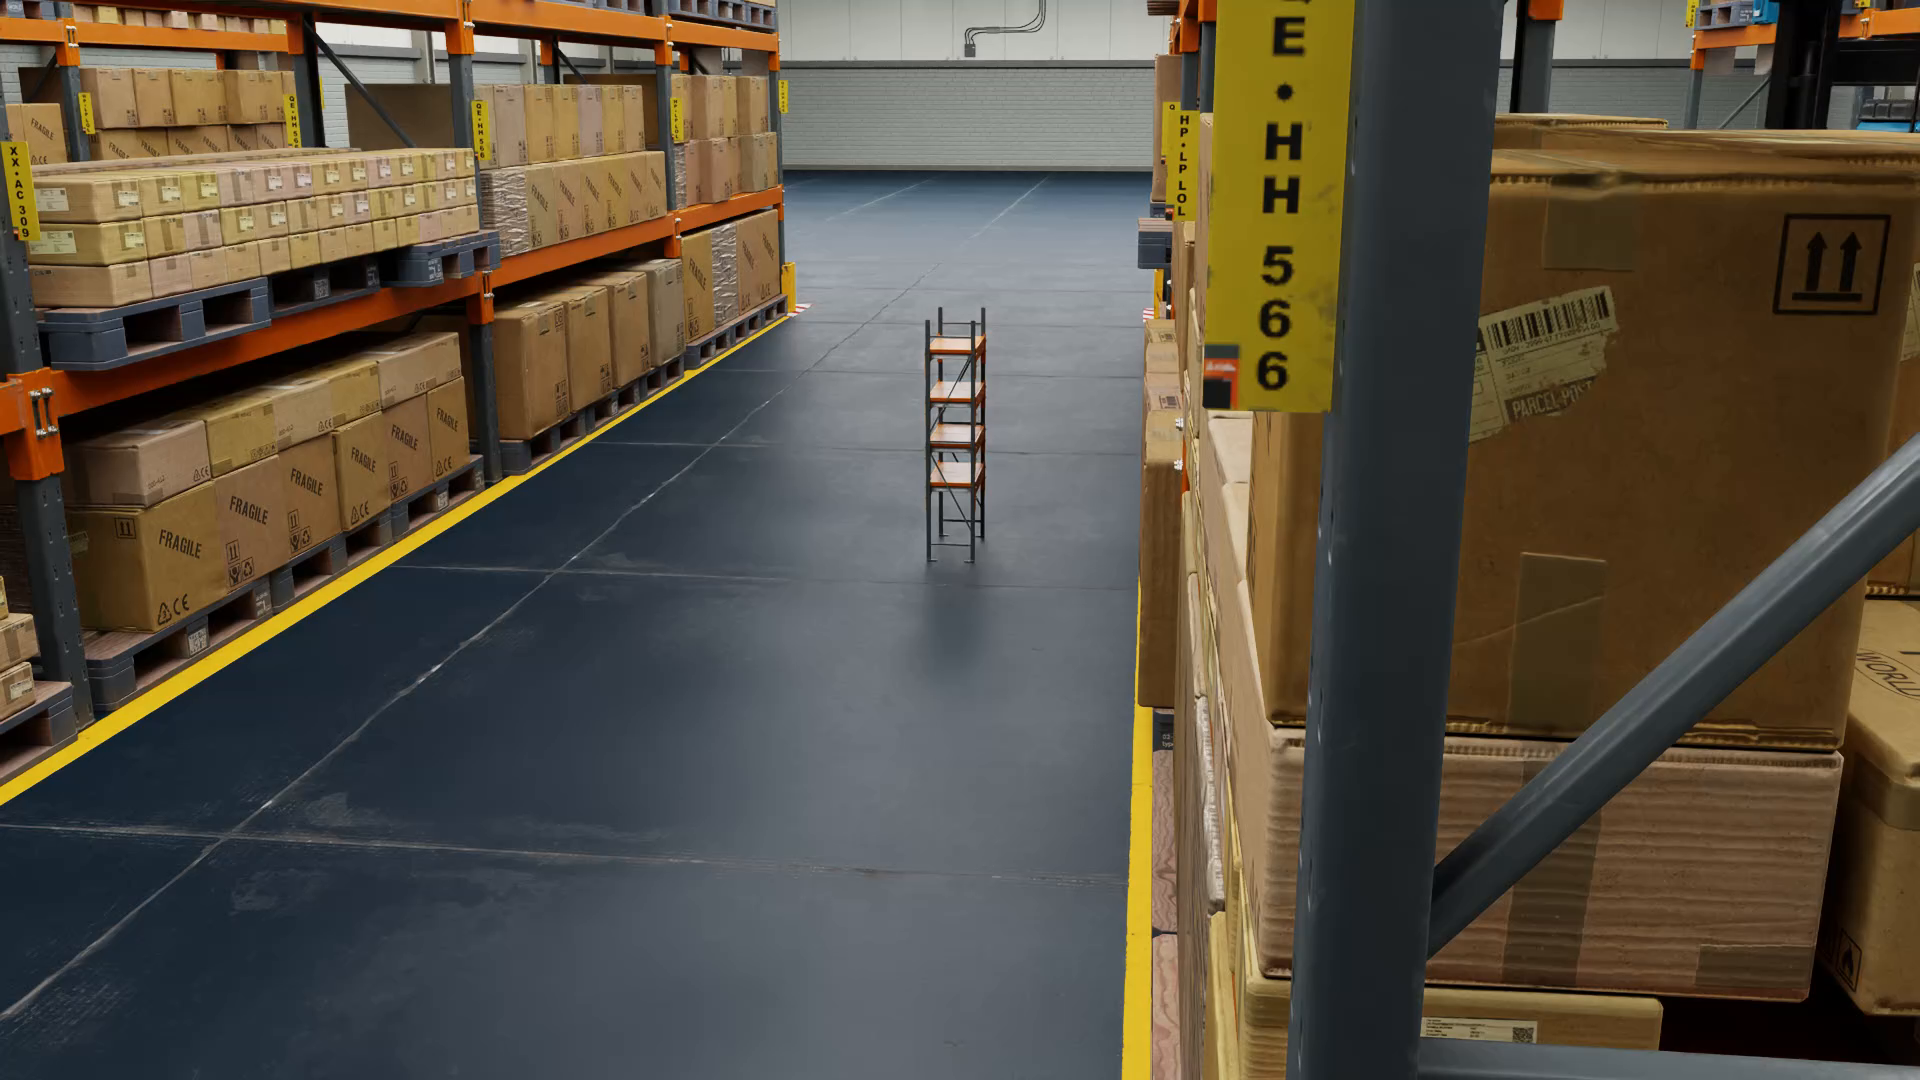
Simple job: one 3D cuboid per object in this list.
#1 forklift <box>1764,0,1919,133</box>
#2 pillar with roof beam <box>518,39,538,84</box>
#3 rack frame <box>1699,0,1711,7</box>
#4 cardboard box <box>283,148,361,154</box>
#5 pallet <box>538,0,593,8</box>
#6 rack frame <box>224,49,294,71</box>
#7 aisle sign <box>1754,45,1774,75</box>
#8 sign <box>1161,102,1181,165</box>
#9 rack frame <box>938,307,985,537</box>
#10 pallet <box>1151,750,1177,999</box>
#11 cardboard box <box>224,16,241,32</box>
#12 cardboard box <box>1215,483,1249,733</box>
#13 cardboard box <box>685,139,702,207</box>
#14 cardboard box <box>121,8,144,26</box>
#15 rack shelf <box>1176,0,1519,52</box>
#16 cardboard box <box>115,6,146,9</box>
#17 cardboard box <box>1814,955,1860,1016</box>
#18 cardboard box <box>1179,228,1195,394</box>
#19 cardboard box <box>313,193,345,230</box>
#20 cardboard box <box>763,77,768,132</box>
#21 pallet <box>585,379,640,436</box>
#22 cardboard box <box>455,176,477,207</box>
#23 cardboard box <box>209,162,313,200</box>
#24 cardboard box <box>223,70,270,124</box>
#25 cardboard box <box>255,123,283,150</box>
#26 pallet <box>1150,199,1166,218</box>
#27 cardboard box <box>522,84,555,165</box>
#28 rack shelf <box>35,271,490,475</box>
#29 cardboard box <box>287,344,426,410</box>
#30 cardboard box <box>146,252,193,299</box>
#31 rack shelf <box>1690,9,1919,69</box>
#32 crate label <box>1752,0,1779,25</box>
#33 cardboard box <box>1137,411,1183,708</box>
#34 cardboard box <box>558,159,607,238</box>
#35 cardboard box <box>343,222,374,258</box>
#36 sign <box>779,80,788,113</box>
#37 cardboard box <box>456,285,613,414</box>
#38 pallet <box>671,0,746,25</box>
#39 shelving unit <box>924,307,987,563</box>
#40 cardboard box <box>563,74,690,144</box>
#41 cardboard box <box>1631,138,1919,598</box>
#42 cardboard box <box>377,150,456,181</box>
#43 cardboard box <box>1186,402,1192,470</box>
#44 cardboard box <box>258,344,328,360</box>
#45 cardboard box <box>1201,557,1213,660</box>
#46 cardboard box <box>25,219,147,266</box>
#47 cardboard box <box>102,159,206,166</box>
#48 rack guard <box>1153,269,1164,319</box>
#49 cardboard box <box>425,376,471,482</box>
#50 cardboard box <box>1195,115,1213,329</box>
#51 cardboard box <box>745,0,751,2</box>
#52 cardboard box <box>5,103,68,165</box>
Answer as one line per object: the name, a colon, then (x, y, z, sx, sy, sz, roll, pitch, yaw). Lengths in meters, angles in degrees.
forklift: (4.646, -1.394, 8.202, 3.031, 2.935, 1.130, -12, 19, -37)
pillar with roof beam: (-6.197, -12.985, 39.444, 9.100, 9.000, 0.400, 2, 15, 6)
rack frame: (7.492, -6.458, 15.306, 1.000, 3.000, 0.127, 2, 15, 6)
cardboard box: (-3.495, -2.059, 9.067, 0.380, 0.149, 0.250, 2, 15, 6)
pallet: (-3.106, -3.621, 10.922, 1.003, 0.211, 1.213, 2, 15, 9)
rack frame: (-7.276, -4.000, 17.708, 1.000, 3.000, 0.127, 2, 15, 6)
aisle sign: (7.795, -4.827, 15.787, 0.394, 0.787, 0.004, 2, 15, 6)
sign: (1.127, -2.167, 8.865, 0.100, 0.325, 0.005, 2, 15, 6)
rack frame: (0.009, -0.600, 8.581, 0.240, 1.200, 0.015, 2, 15, 6)
pallet: (1.053, 0.945, 4.762, 1.003, 0.211, 1.213, 2, 15, 6)
cardboard box: (-7.174, -4.963, 16.004, 0.380, 0.149, 0.250, 2, 15, 6)
cardboard box: (0.614, 0.105, 2.243, 0.500, 0.250, 0.500, 1, 15, 5)
cardboard box: (-2.729, -3.155, 14.295, 0.875, 0.550, 0.550, 2, 15, 6)
cardboard box: (-7.378, -4.560, 14.516, 0.380, 0.149, 0.250, 2, 15, 8)
rack shelf: (1.442, -2.215, 6.739, 1.077, 0.370, 4.000, 2, 15, 6)
cardboard box: (-7.357, -4.722, 14.349, 0.500, 0.250, 0.500, 2, 15, 6)
cardboard box: (1.160, 0.414, 1.866, 0.380, 0.149, 0.250, 1, 15, 5)
cardboard box: (0.998, -0.773, 5.584, 0.500, 0.500, 0.500, 2, 15, 6)
cardboard box: (-3.025, -1.487, 7.523, 0.380, 0.149, 0.250, 1, 15, 5)
cardboard box: (-2.427, -4.379, 16.754, 0.875, 0.550, 0.550, 2, 15, 6)
pallet: (-2.945, -0.977, 11.872, 1.003, 0.211, 1.213, 2, 15, 6)
cardboard box: (-2.853, -1.889, 9.008, 0.380, 0.149, 0.250, 2, 15, 7)
cardboard box: (-3.054, -1.561, 7.224, 0.380, 0.149, 0.250, 2, 15, 8)
cardboard box: (-7.137, -4.269, 16.027, 0.700, 0.500, 0.500, 2, 15, 6)
cardboard box: (-7.125, -3.913, 16.626, 0.500, 0.500, 0.500, 2, 15, 6)
pallet: (1.888, -2.384, 12.100, 1.003, 0.211, 1.213, 2, 15, 6)
cardboard box: (-3.077, -2.717, 10.856, 0.700, 0.500, 0.500, 1, 15, 5)
rack shelf: (-3.475, -0.940, 7.768, 1.077, 0.370, 4.000, 2, 15, 6)
cardboard box: (-3.112, -0.847, 8.596, 0.500, 0.250, 0.500, 2, 15, 7)
cardboard box: (-3.174, -1.010, 6.328, 0.380, 0.149, 0.250, 2, 15, 7)
rack shelf: (7.266, -4.144, 13.873, 1.077, 0.370, 4.000, 2, 15, 6)
crate label: (6.952, -4.463, 13.958, 0.502, 0.251, 0.408, 2, 15, 6)
cardboard box: (1.268, 0.061, 5.957, 1.225, 0.875, 0.875, 2, 15, 6)
cardboard box: (-2.760, -2.354, 11.430, 0.500, 0.500, 0.500, 2, 15, 6)
cardboard box: (-2.998, -1.413, 7.818, 0.380, 0.149, 0.250, 2, 15, 8)
sign: (-1.809, -4.534, 17.012, 0.100, 0.325, 0.005, 2, 15, 6)
cardboard box: (-2.996, -1.304, 11.245, 1.050, 0.750, 0.750, 2, 15, 7)
pallet: (-2.555, -4.776, 15.000, 1.003, 0.211, 1.213, 2, 15, 6)
shelving unit: (-0.019, -0.536, 8.347, 0.258, 1.200, 0.503, 2, 15, 6)
cardboard box: (-2.722, -3.531, 13.619, 0.875, 0.550, 0.550, 2, 15, 6)
cardboard box: (1.144, -0.238, 2.076, 0.500, 0.500, 0.500, 1, 15, 5)
cardboard box: (-2.880, -1.968, 8.732, 0.380, 0.149, 0.250, 2, 15, 6)
cardboard box: (0.794, -0.271, 4.399, 0.380, 0.149, 0.250, 2, 15, 8)
cardboard box: (-3.625, -0.860, 8.645, 0.500, 0.250, 0.500, 2, 15, 6)
cardboard box: (0.620, 0.129, 2.921, 0.380, 0.149, 0.250, 2, 15, 6)
cardboard box: (-3.199, -1.082, 6.023, 0.380, 0.149, 0.250, 2, 15, 7)
cardboard box: (-3.673, -1.654, 7.571, 0.380, 0.149, 0.250, 1, 15, 5)
rack guard: (2.562, -2.482, 16.882, 1.175, 0.500, 0.348, 2, 15, 6)
cardboard box: (-3.064, -0.623, 9.204, 0.500, 0.500, 0.500, 2, 15, 6)
cardboard box: (0.845, -0.785, 4.099, 0.500, 0.500, 0.500, 2, 15, 6)
cardboard box: (-2.162, -5.098, 15.507, 0.380, 0.149, 0.250, 1, 15, 5)
cardboard box: (-7.552, -3.231, 13.297, 0.500, 0.500, 0.500, 1, 15, 5)
